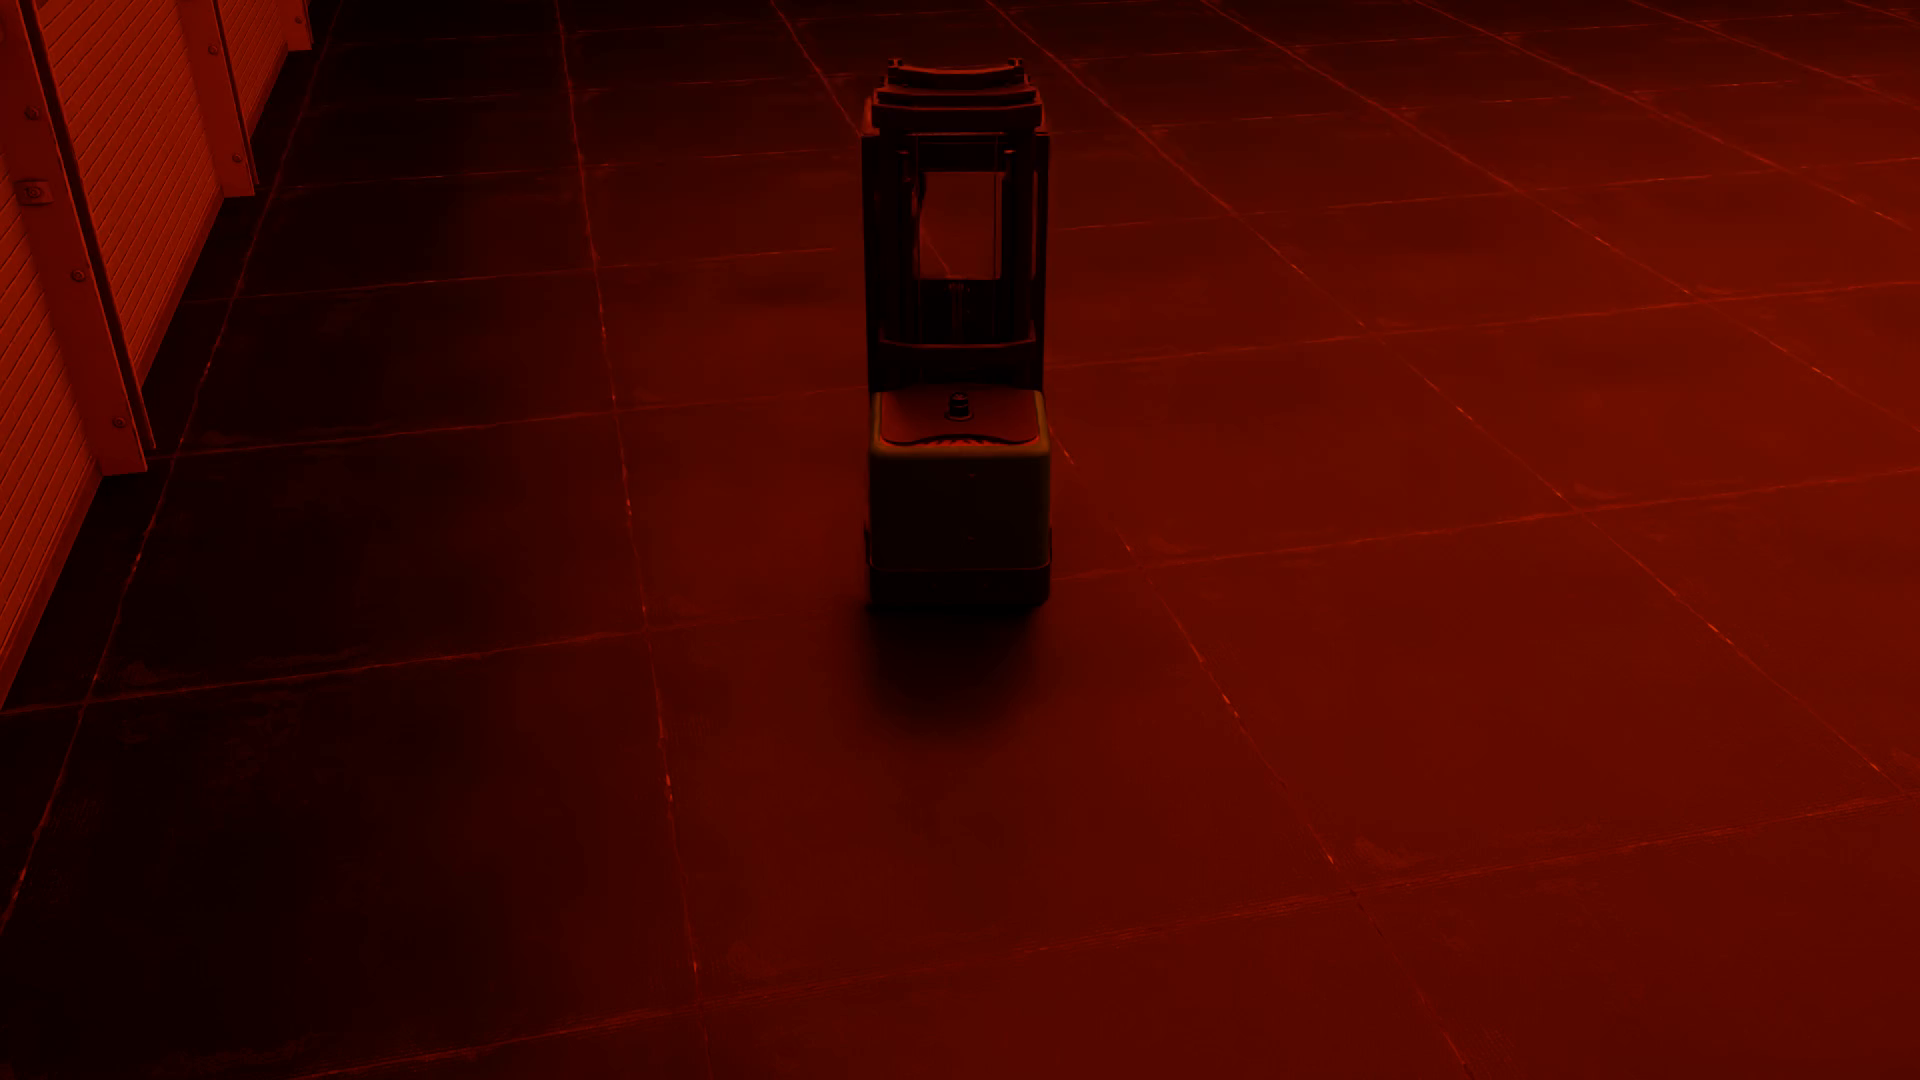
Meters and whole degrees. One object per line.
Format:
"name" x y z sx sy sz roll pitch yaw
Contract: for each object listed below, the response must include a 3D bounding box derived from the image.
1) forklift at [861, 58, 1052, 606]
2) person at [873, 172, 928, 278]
"forklift" -0.034 -1.586 10.314 1.130 2.935 3.031 -1 30 -1
"person" -0.532 -2.690 13.509 0.535 1.672 0.434 -16 34 -25
